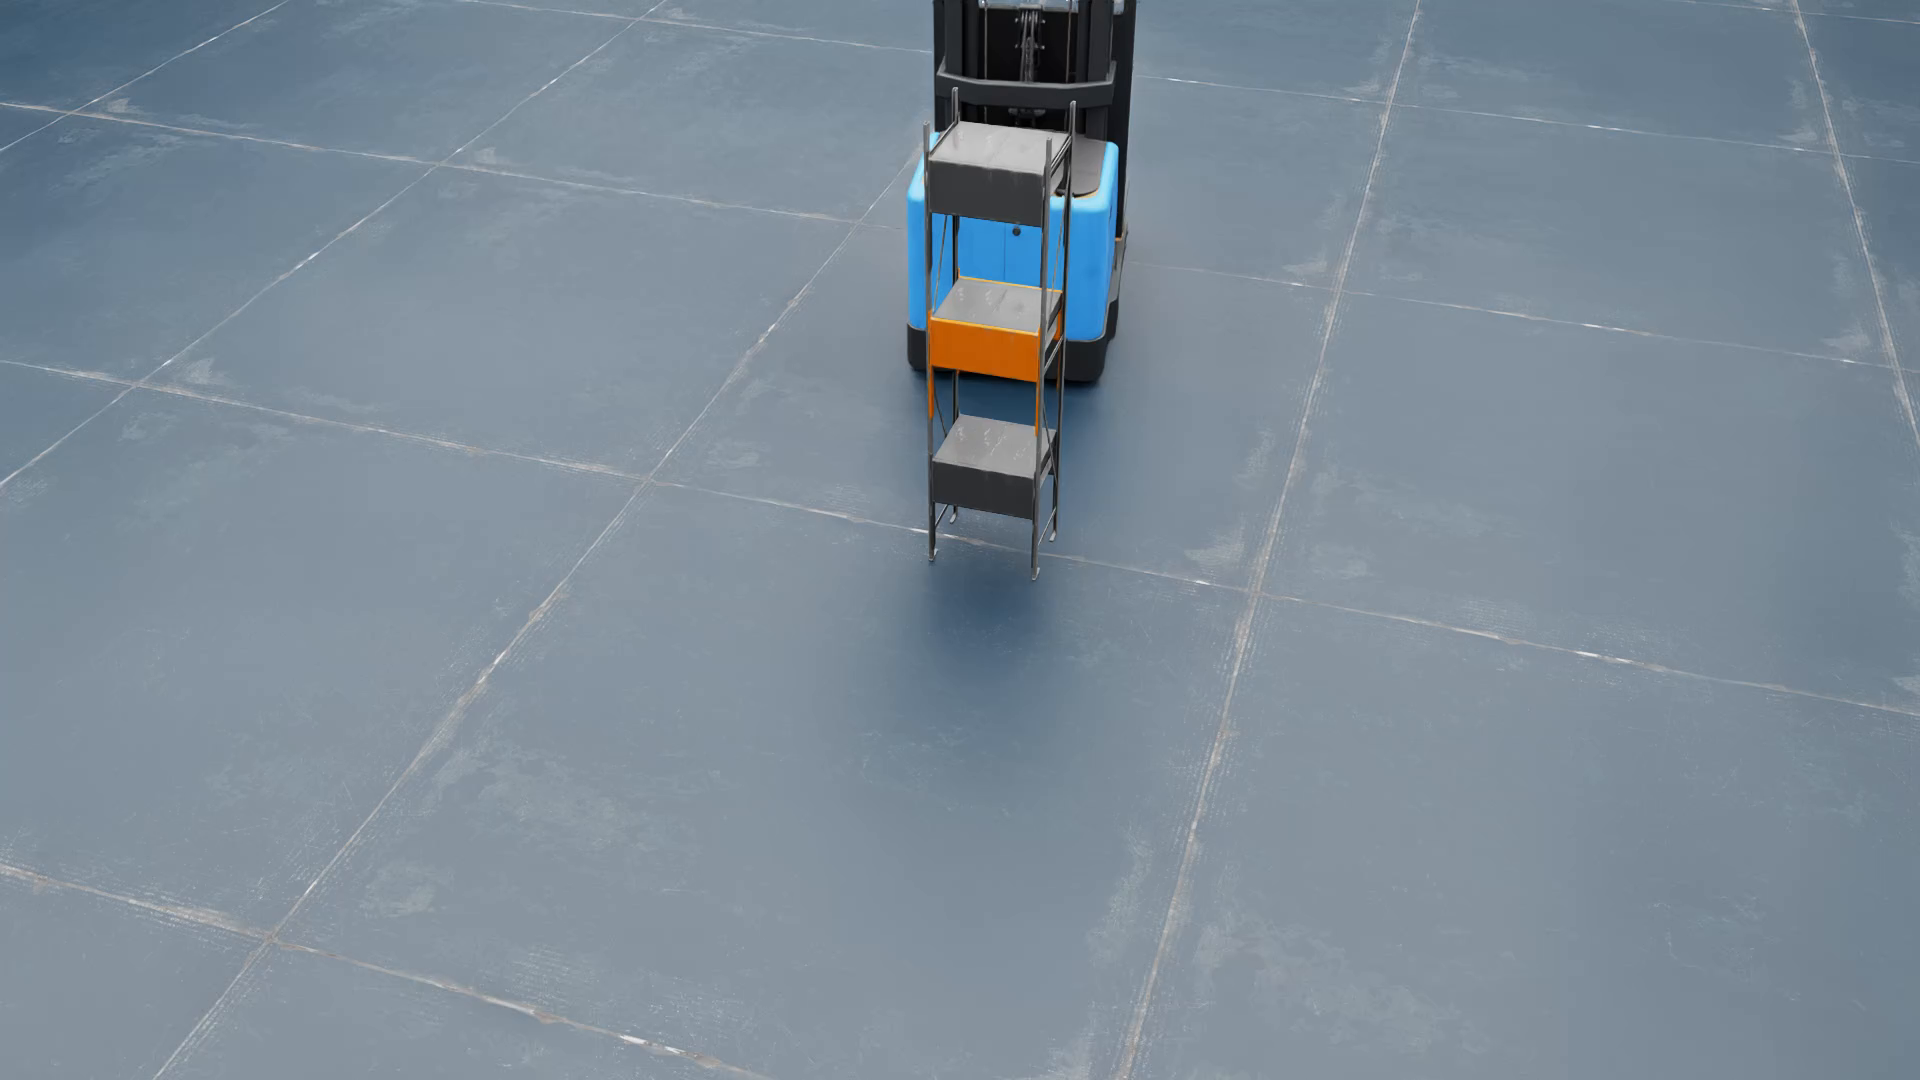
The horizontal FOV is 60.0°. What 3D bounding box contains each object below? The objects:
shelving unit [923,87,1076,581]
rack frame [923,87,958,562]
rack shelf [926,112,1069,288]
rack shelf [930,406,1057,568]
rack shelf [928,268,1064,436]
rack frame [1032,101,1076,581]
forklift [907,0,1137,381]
[{"bbox_3d":[0.158,-0.816,7.088,0.503,2.100,0.431,10,38,14],"label":"shelving unit"},{"bbox_3d":[-0.075,-0.860,7.146,0.015,2.100,0.400,10,38,14],"label":"rack frame"},{"bbox_3d":[0.158,-1.369,6.681,0.480,0.518,0.431,10,38,14],"label":"rack shelf"},{"bbox_3d":[0.158,-0.242,7.511,0.480,0.518,0.431,10,38,14],"label":"rack shelf"},{"bbox_3d":[0.158,-0.805,7.096,0.480,0.518,0.431,10,38,14],"label":"rack shelf"},{"bbox_3d":[0.391,-0.773,7.029,0.015,2.100,0.400,10,38,14],"label":"rack frame"},{"bbox_3d":[0.435,-2.883,9.195,1.130,2.935,3.031,5,37,6],"label":"forklift"}]
